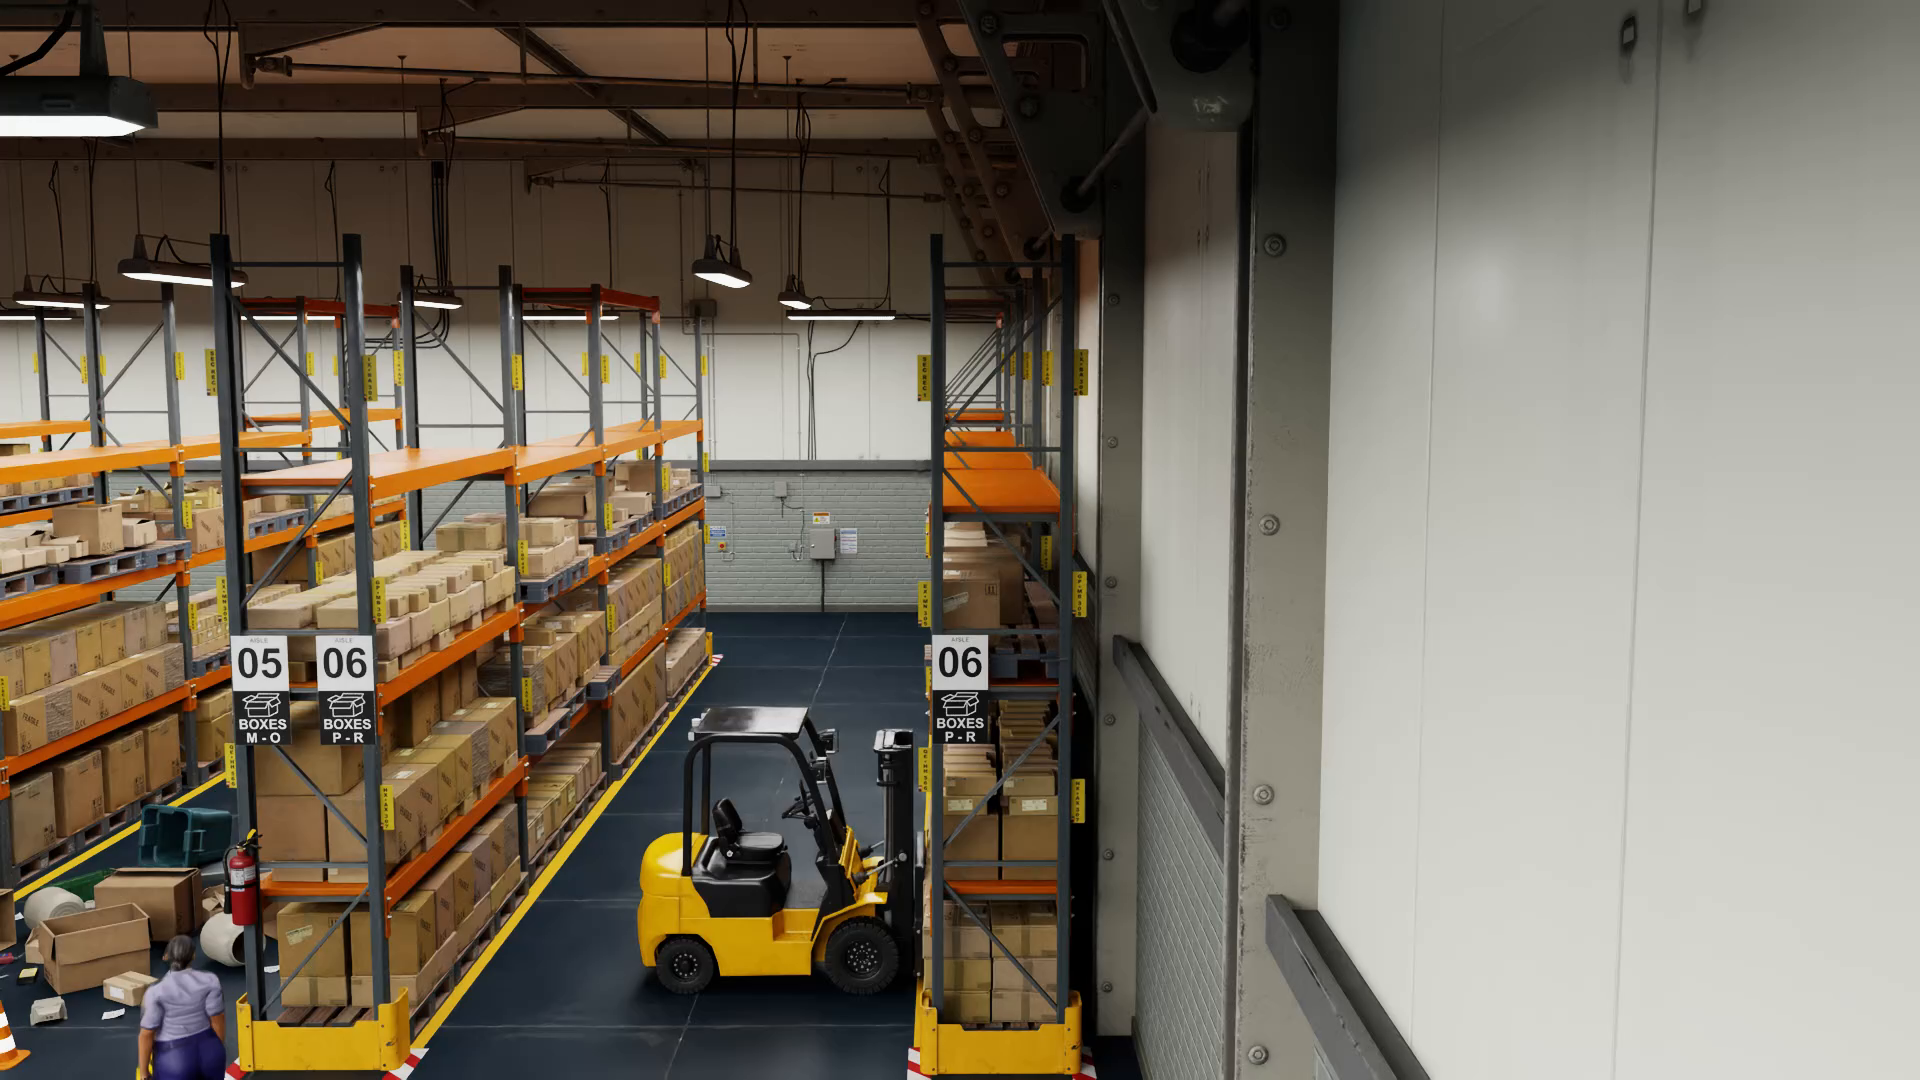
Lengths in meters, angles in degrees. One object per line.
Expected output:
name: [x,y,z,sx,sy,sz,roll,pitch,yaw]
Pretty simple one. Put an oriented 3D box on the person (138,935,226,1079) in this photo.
person: [-4.755,3.237,10.213,0.379,1.653,0.521,4,8,34]
